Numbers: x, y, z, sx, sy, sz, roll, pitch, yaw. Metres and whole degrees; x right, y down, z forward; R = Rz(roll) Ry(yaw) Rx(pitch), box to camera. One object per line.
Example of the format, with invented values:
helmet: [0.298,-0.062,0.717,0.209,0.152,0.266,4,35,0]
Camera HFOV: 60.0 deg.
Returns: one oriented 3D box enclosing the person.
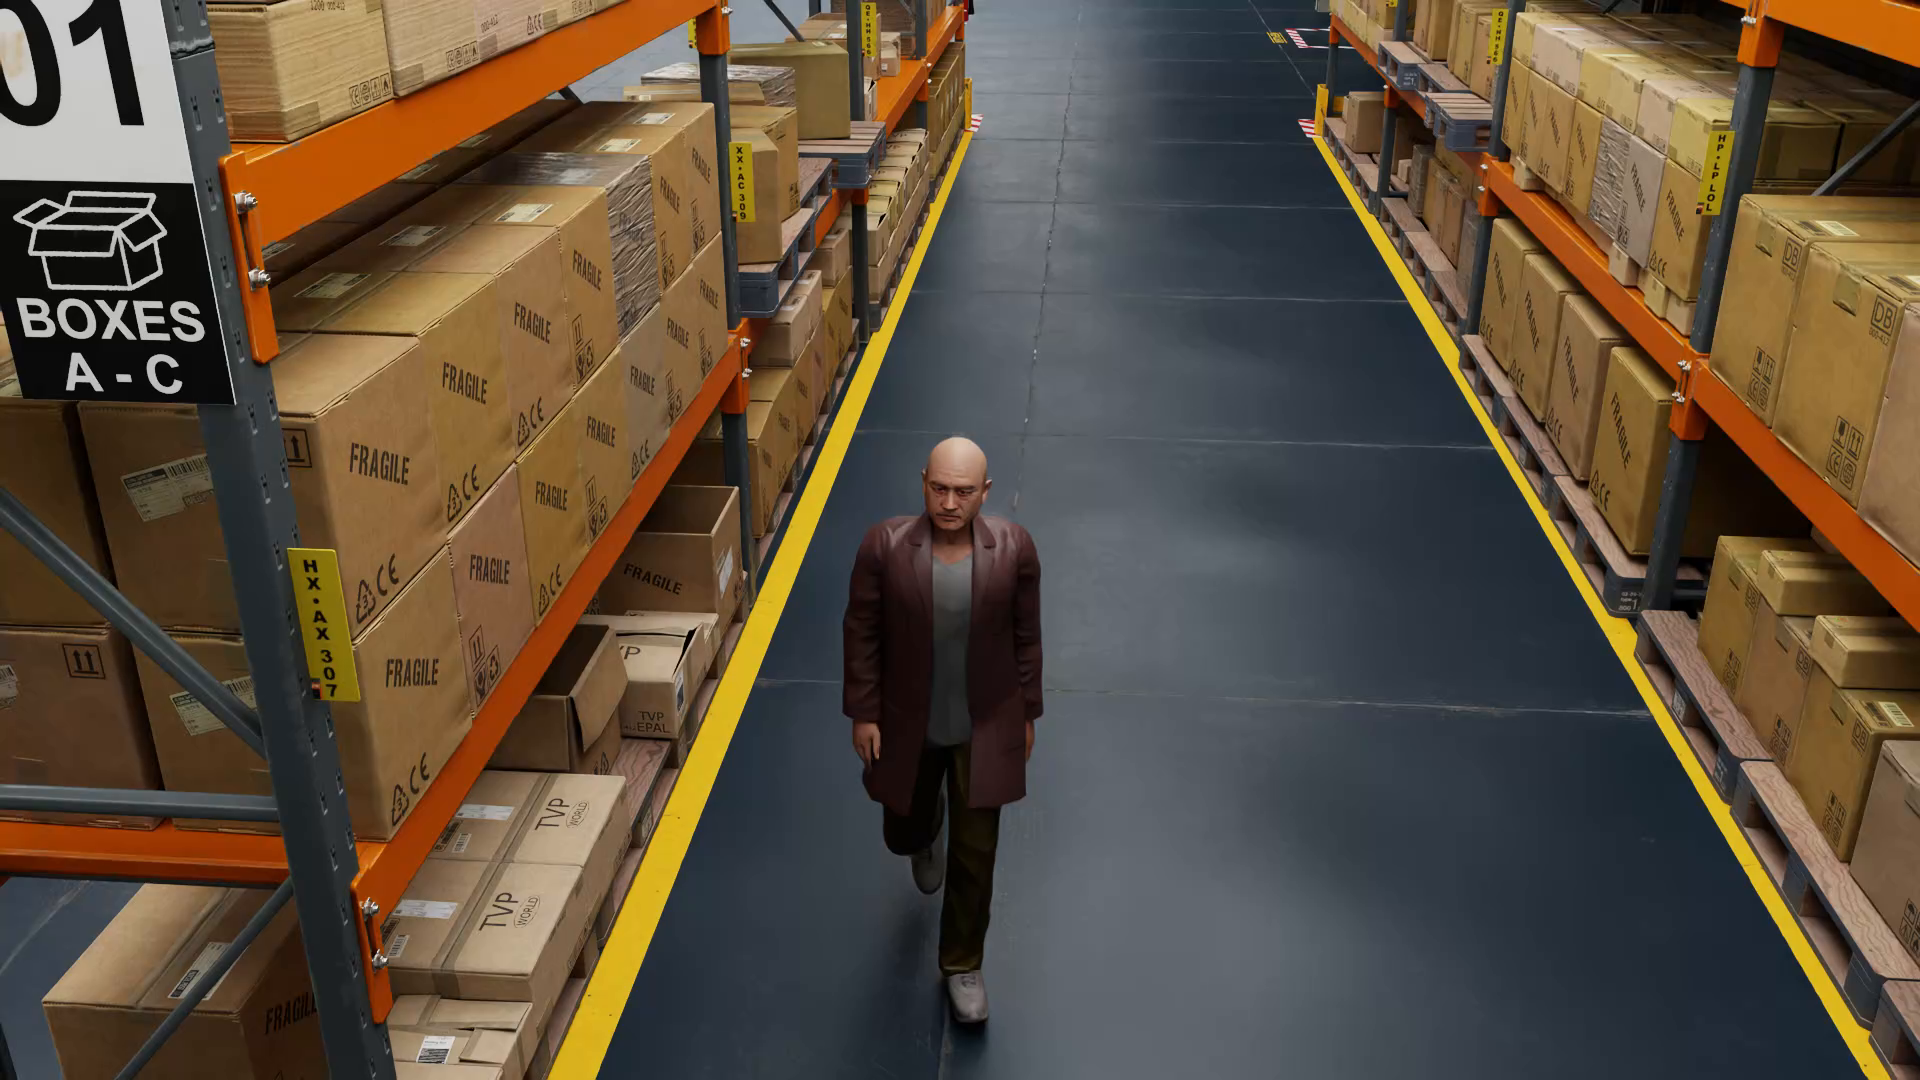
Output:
person: [-0.049,0.507,4.955,0.597,1.754,0.804,0,24,0]
